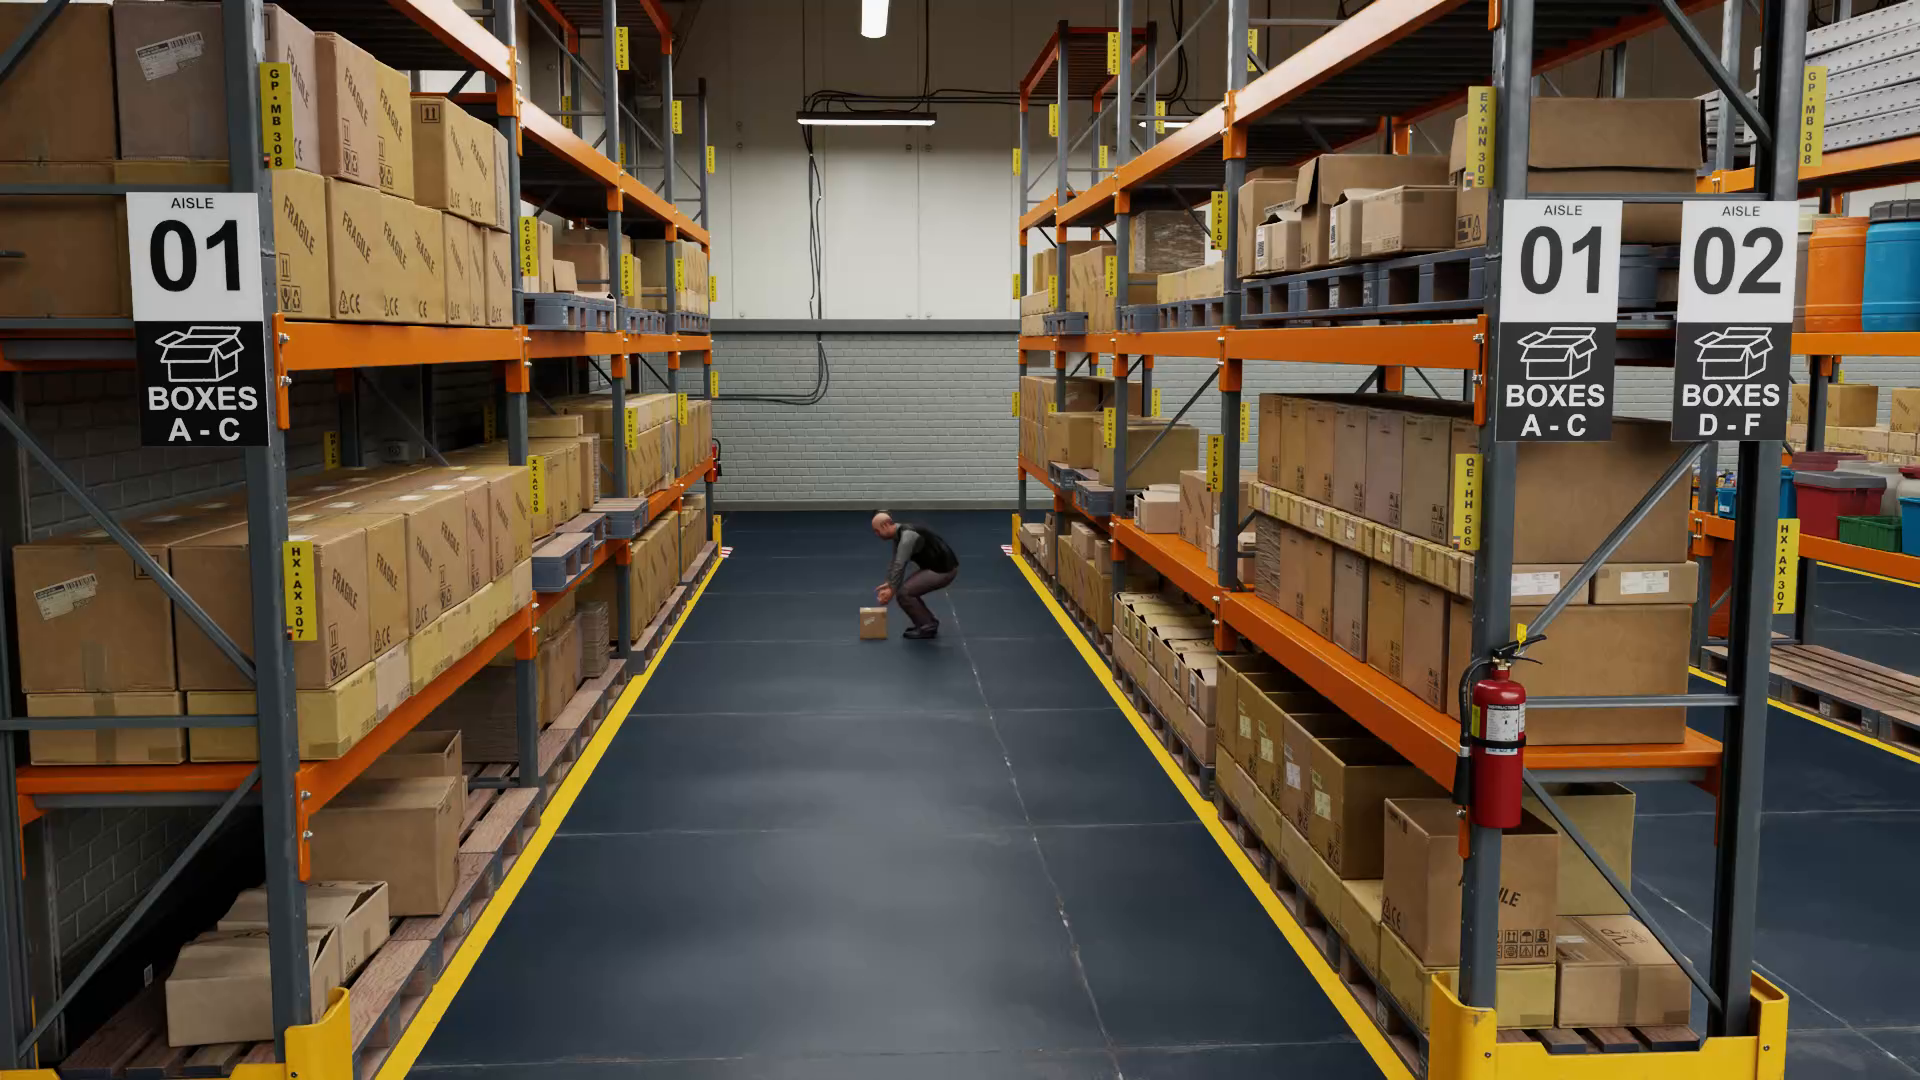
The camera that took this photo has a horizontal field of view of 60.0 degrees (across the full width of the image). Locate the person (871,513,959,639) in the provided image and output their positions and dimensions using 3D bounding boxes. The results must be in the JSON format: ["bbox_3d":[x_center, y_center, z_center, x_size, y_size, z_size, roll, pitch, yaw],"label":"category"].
[{"bbox_3d":[-0.416,0.324,15.485,0.814,1.168,0.573,0,7,-4],"label":"person"}]
